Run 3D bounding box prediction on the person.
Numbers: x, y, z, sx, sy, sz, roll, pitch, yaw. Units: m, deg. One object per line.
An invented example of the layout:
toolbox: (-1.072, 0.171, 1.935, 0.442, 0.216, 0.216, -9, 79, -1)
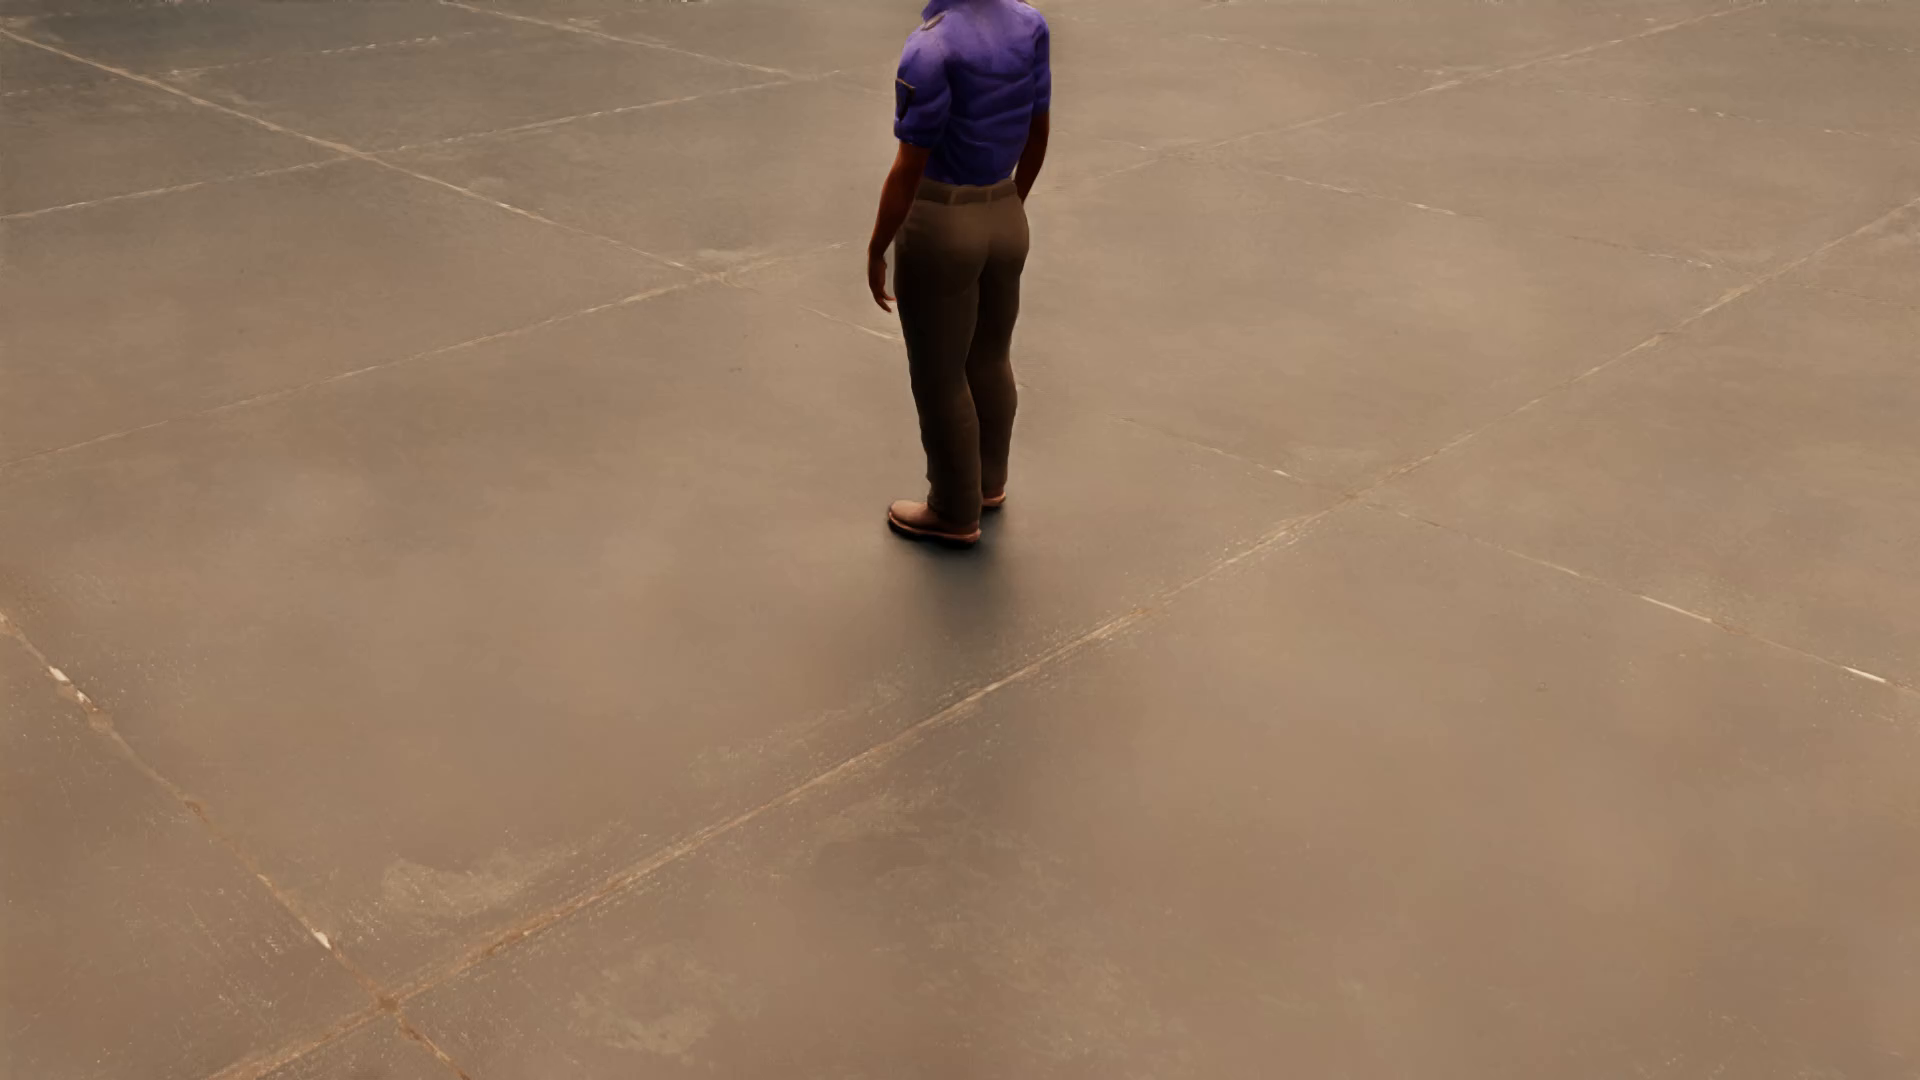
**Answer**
person: (-0.048, -0.778, 4.246, 0.570, 1.642, 0.503, -24, 35, -39)
